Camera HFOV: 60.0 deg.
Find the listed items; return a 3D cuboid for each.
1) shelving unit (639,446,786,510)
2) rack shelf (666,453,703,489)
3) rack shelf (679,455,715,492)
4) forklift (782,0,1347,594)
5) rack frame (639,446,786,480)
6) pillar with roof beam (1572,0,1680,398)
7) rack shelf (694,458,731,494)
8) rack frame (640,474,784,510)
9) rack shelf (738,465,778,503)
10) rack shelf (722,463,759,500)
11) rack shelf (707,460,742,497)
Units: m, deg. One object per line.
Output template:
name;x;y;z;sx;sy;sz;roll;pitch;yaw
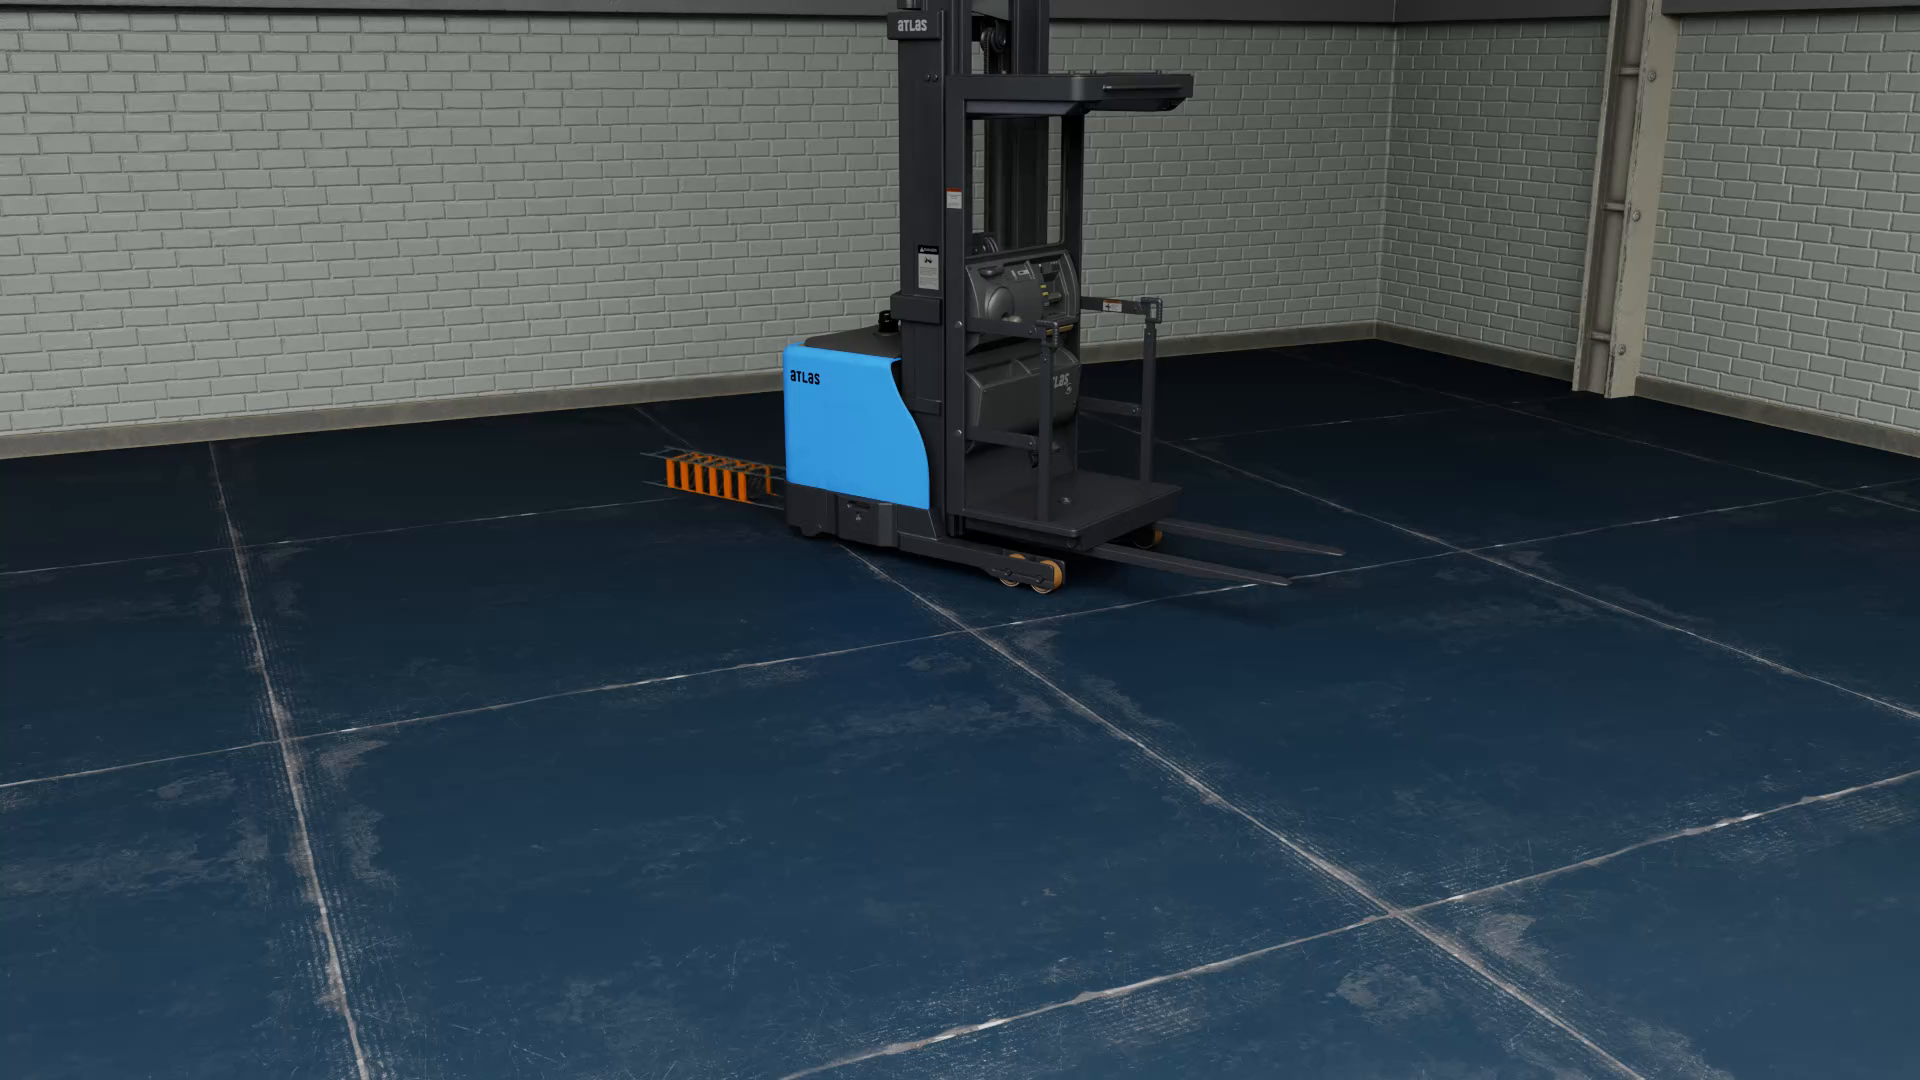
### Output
shelving unit;-1.463;-0.389;10.256;1.200;0.189;0.258;11;19;34
rack shelf;-1.720;-0.439;10.431;0.103;0.180;0.258;11;19;34
rack shelf;-1.622;-0.420;10.364;0.103;0.180;0.258;11;19;34
forklift;0.500;-1.307;8.490;3.031;2.935;1.130;12;20;35
rack frame;-1.463;-0.477;10.230;1.200;0.006;0.240;11;19;34
pillar with roof beam;1.315;-4.994;10.339;9.100;9.000;0.400;-8;18;-25
rack shelf;-1.524;-0.401;10.298;0.103;0.180;0.258;11;19;34
rack frame;-1.463;-0.301;10.281;1.200;0.006;0.240;11;19;34
rack shelf;-1.231;-0.344;10.098;0.103;0.180;0.258;11;19;34
rack shelf;-1.328;-0.363;10.164;0.103;0.180;0.258;11;19;34
rack shelf;-1.426;-0.382;10.231;0.103;0.180;0.258;11;19;34
